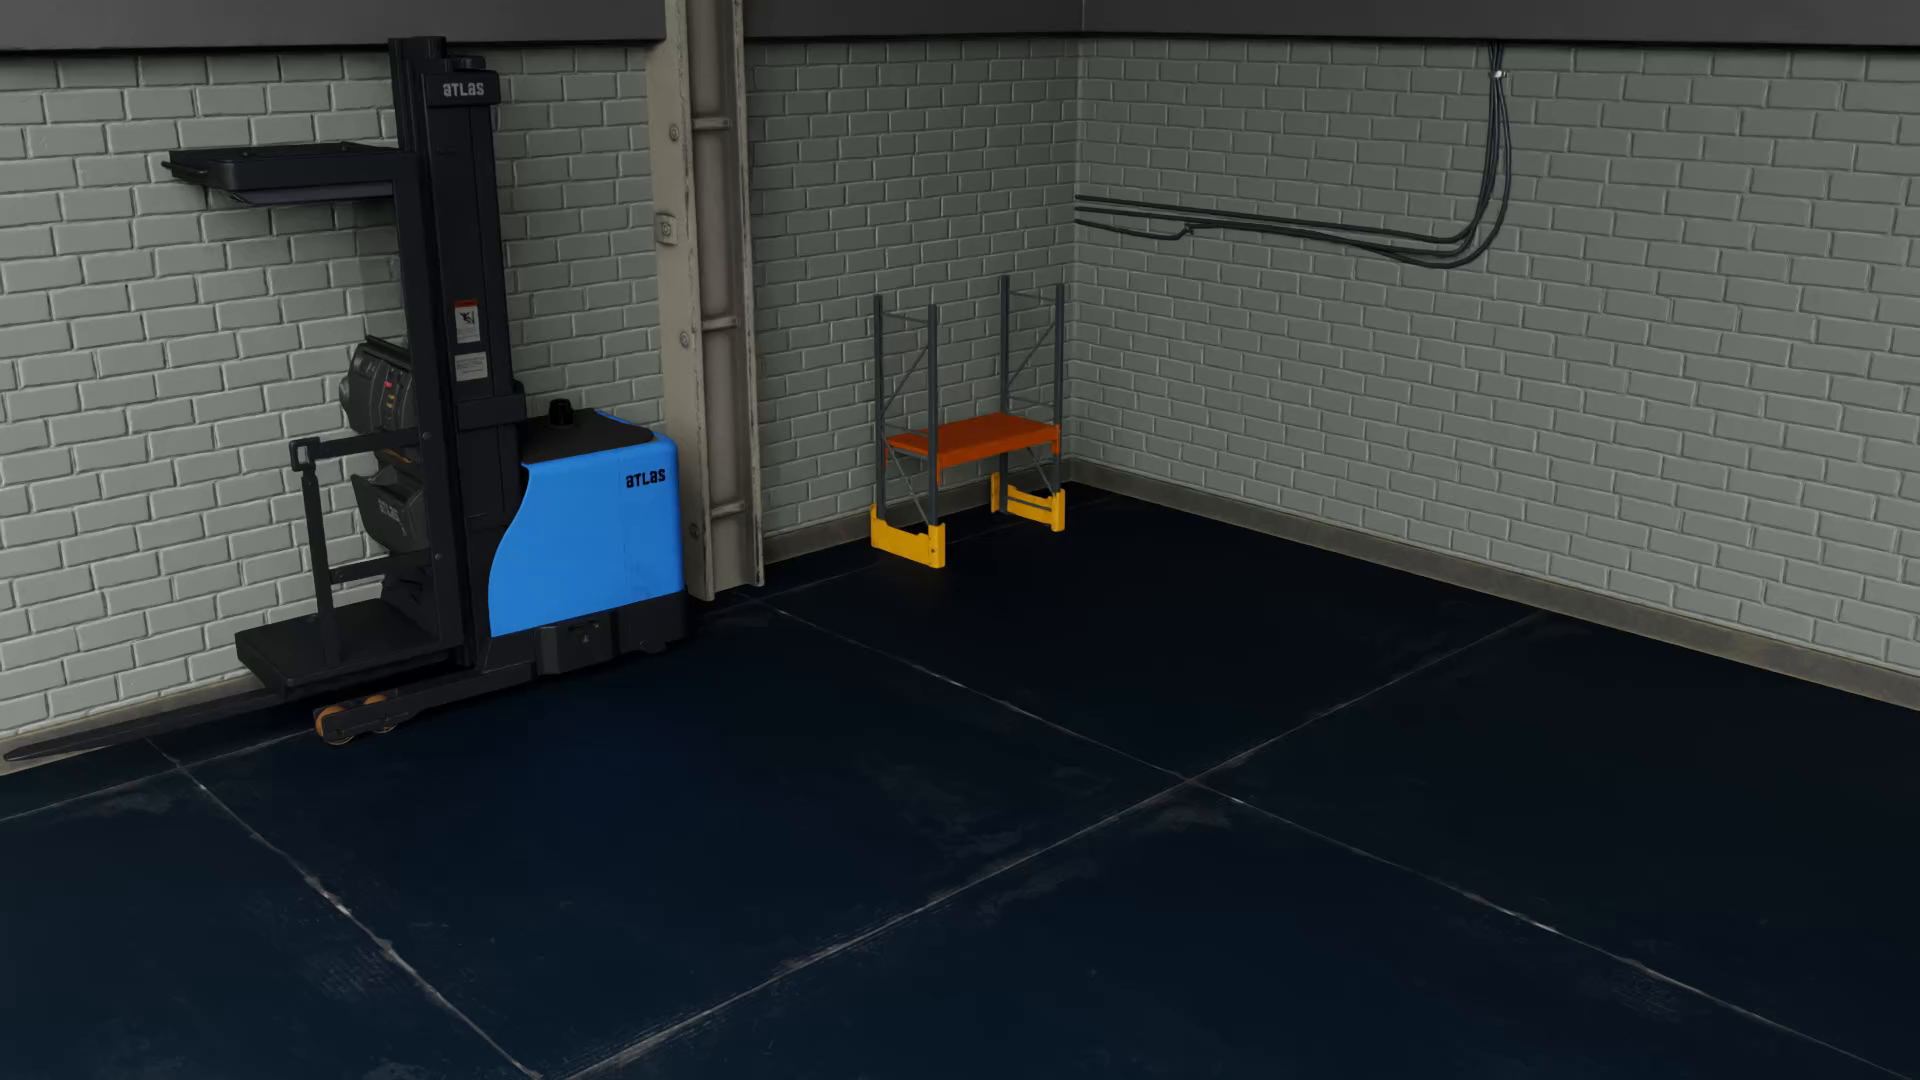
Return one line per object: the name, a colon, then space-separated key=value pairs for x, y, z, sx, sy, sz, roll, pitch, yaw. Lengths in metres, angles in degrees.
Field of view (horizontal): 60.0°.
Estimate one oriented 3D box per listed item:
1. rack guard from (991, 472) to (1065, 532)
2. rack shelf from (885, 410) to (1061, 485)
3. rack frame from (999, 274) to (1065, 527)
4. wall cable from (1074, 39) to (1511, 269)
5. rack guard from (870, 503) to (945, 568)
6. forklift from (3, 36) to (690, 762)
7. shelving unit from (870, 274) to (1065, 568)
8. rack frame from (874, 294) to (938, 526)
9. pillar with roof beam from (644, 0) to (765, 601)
rack guard: x=0.417 y=-0.241 z=10.321 sx=0.087 sy=0.250 sz=0.587 roll=-16 pitch=24 yaw=-41
rack shelf: x=0.062 y=-0.560 z=9.865 sx=1.000 sy=0.185 sz=0.538 roll=-16 pitch=24 yaw=-41
rack frame: x=0.431 y=-0.839 z=10.141 sx=0.032 sy=1.500 sz=0.500 roll=-16 pitch=24 yaw=-41
wall cable: x=1.722 y=-2.876 z=9.299 sx=0.112 sy=2.526 sz=3.097 roll=-16 pitch=24 yaw=-41
rack guard: x=-0.306 y=-0.030 z=9.670 sx=0.087 sy=0.250 sz=0.587 roll=-16 pitch=24 yaw=-41
forklift: x=-2.811 y=-0.686 z=7.347 sx=3.031 sy=2.935 sz=1.130 roll=-14 pitch=23 yaw=-37
shelving unit: x=0.055 y=-0.730 z=9.803 sx=1.083 sy=1.500 sz=0.587 roll=-16 pitch=24 yaw=-41
rack frame: x=-0.307 y=-0.624 z=9.477 sx=0.032 sy=1.500 sz=0.500 roll=-16 pitch=24 yaw=-41
pillar with roof beam: x=1.631 y=-3.060 z=4.834 sx=0.400 sy=9.000 sz=9.100 roll=-16 pitch=24 yaw=-41
